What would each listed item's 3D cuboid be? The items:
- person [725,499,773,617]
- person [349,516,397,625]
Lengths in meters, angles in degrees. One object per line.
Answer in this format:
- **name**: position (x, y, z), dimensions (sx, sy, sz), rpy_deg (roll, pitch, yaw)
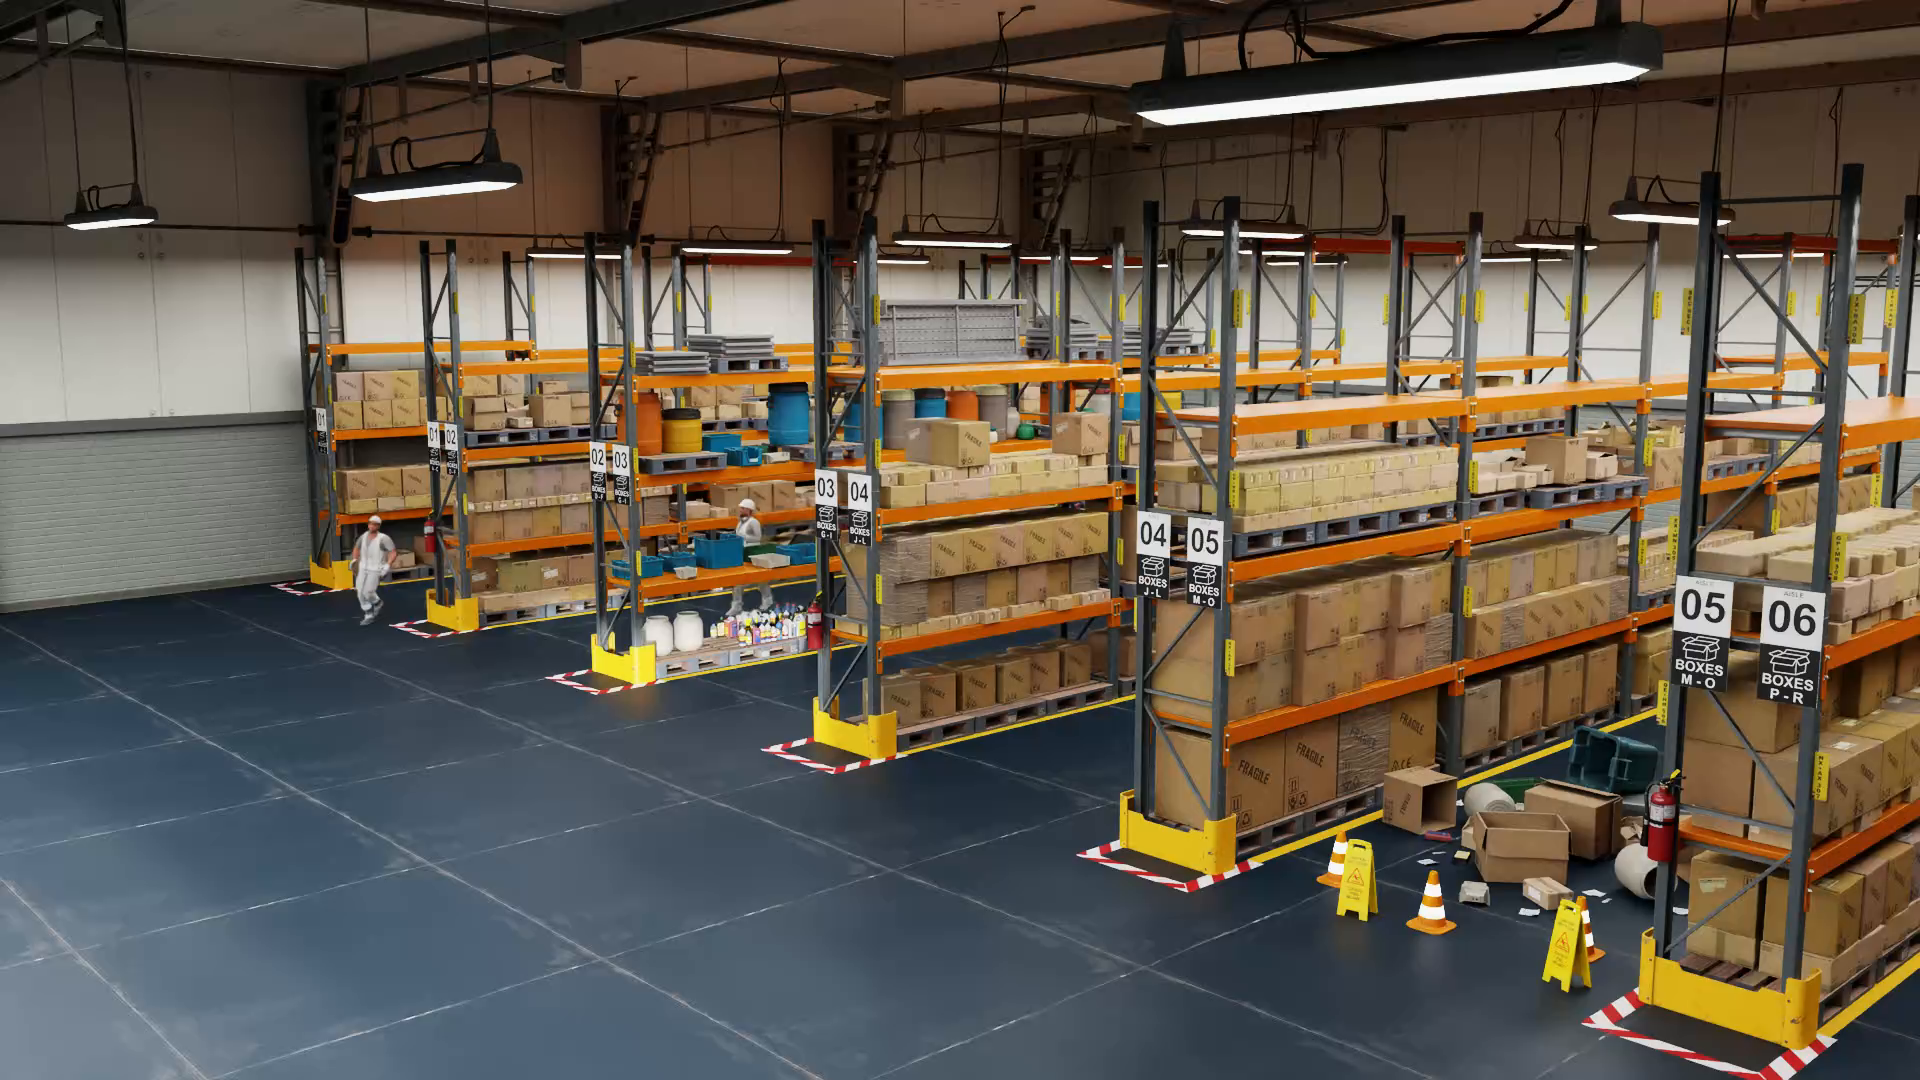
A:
- **person**: position (-3.249, 0.268, 25.737), dimensions (0.841, 1.812, 0.638), rpy_deg (-8, 11, -42)
- **person**: position (-9.258, 0.478, 26.206), dimensions (0.729, 1.734, 0.539), rpy_deg (2, 9, 14)
